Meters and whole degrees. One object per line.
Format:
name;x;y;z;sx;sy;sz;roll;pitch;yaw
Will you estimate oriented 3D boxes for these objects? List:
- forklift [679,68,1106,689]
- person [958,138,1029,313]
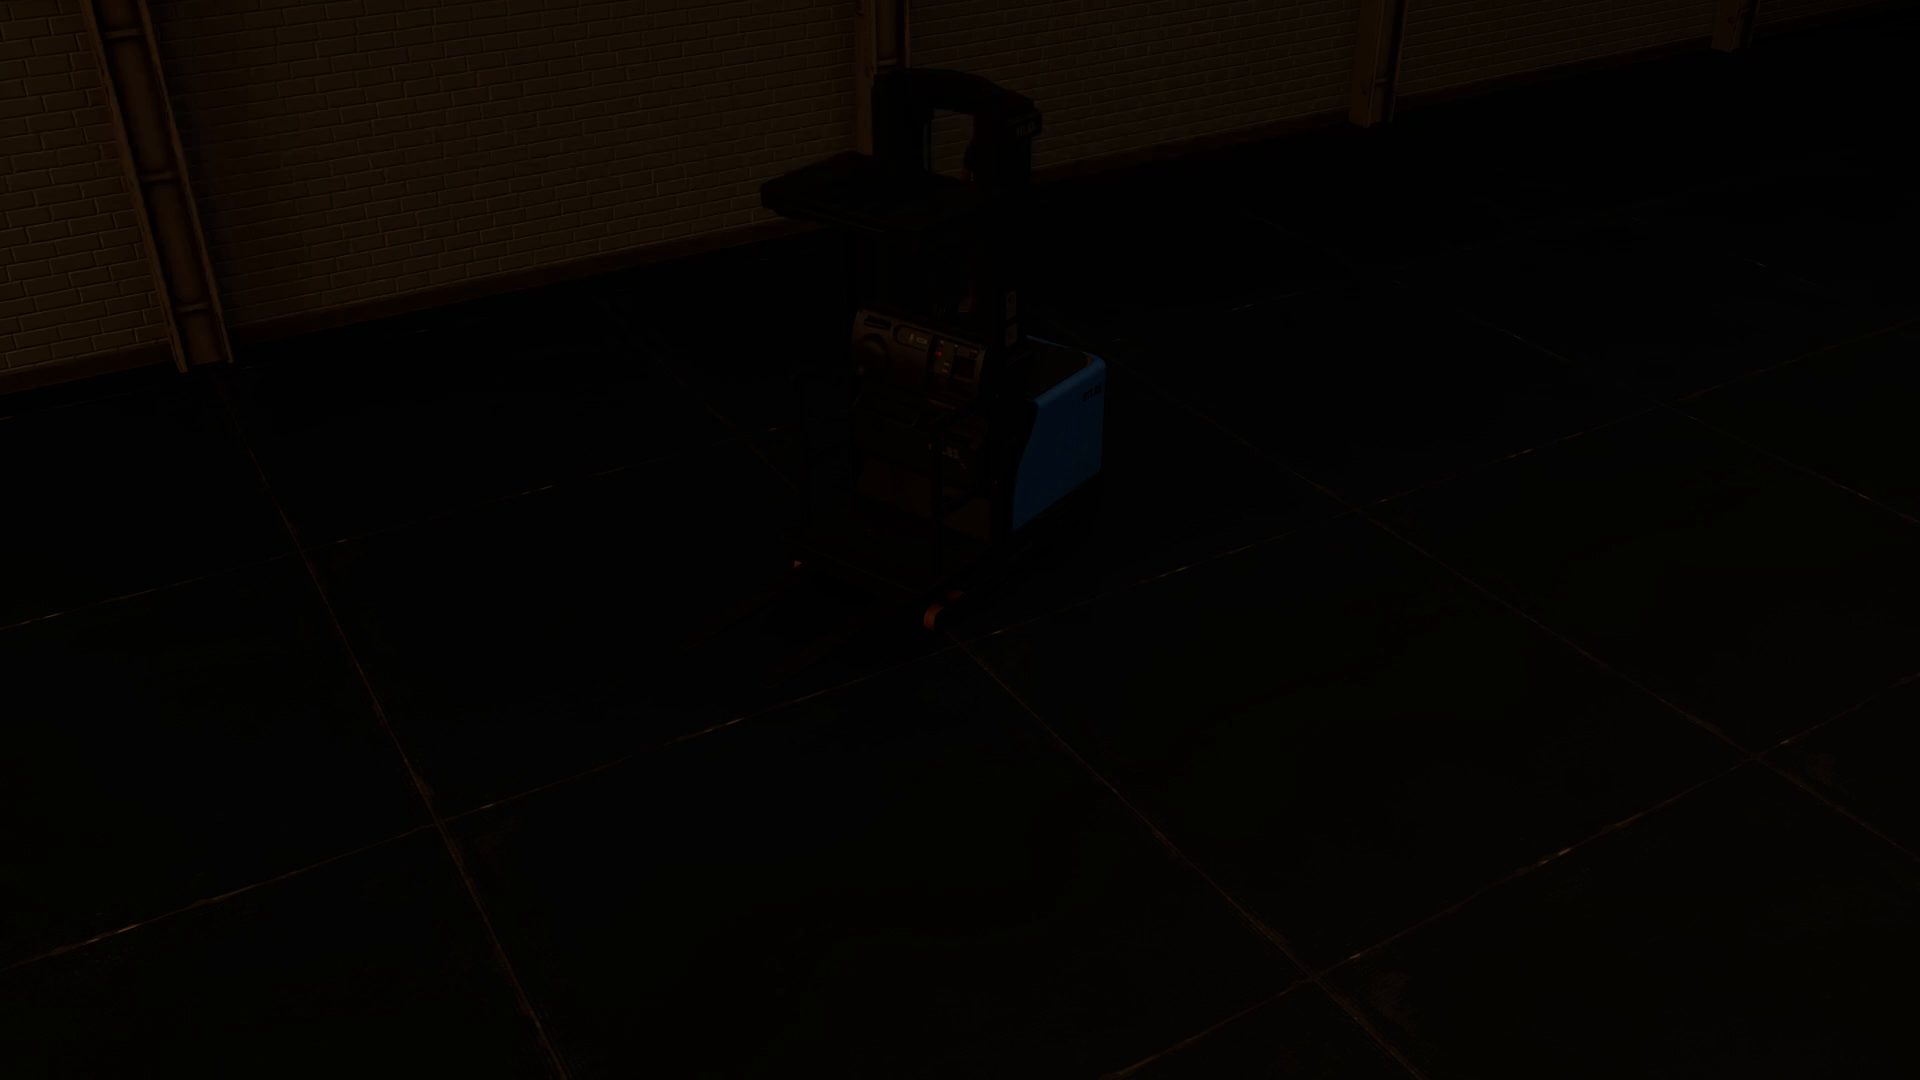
forklift;-0.365;-1.007;9.329;1.130;2.935;3.031;21;37;31
person;0.274;-2.647;13.317;0.611;1.660;0.406;5;31;8
